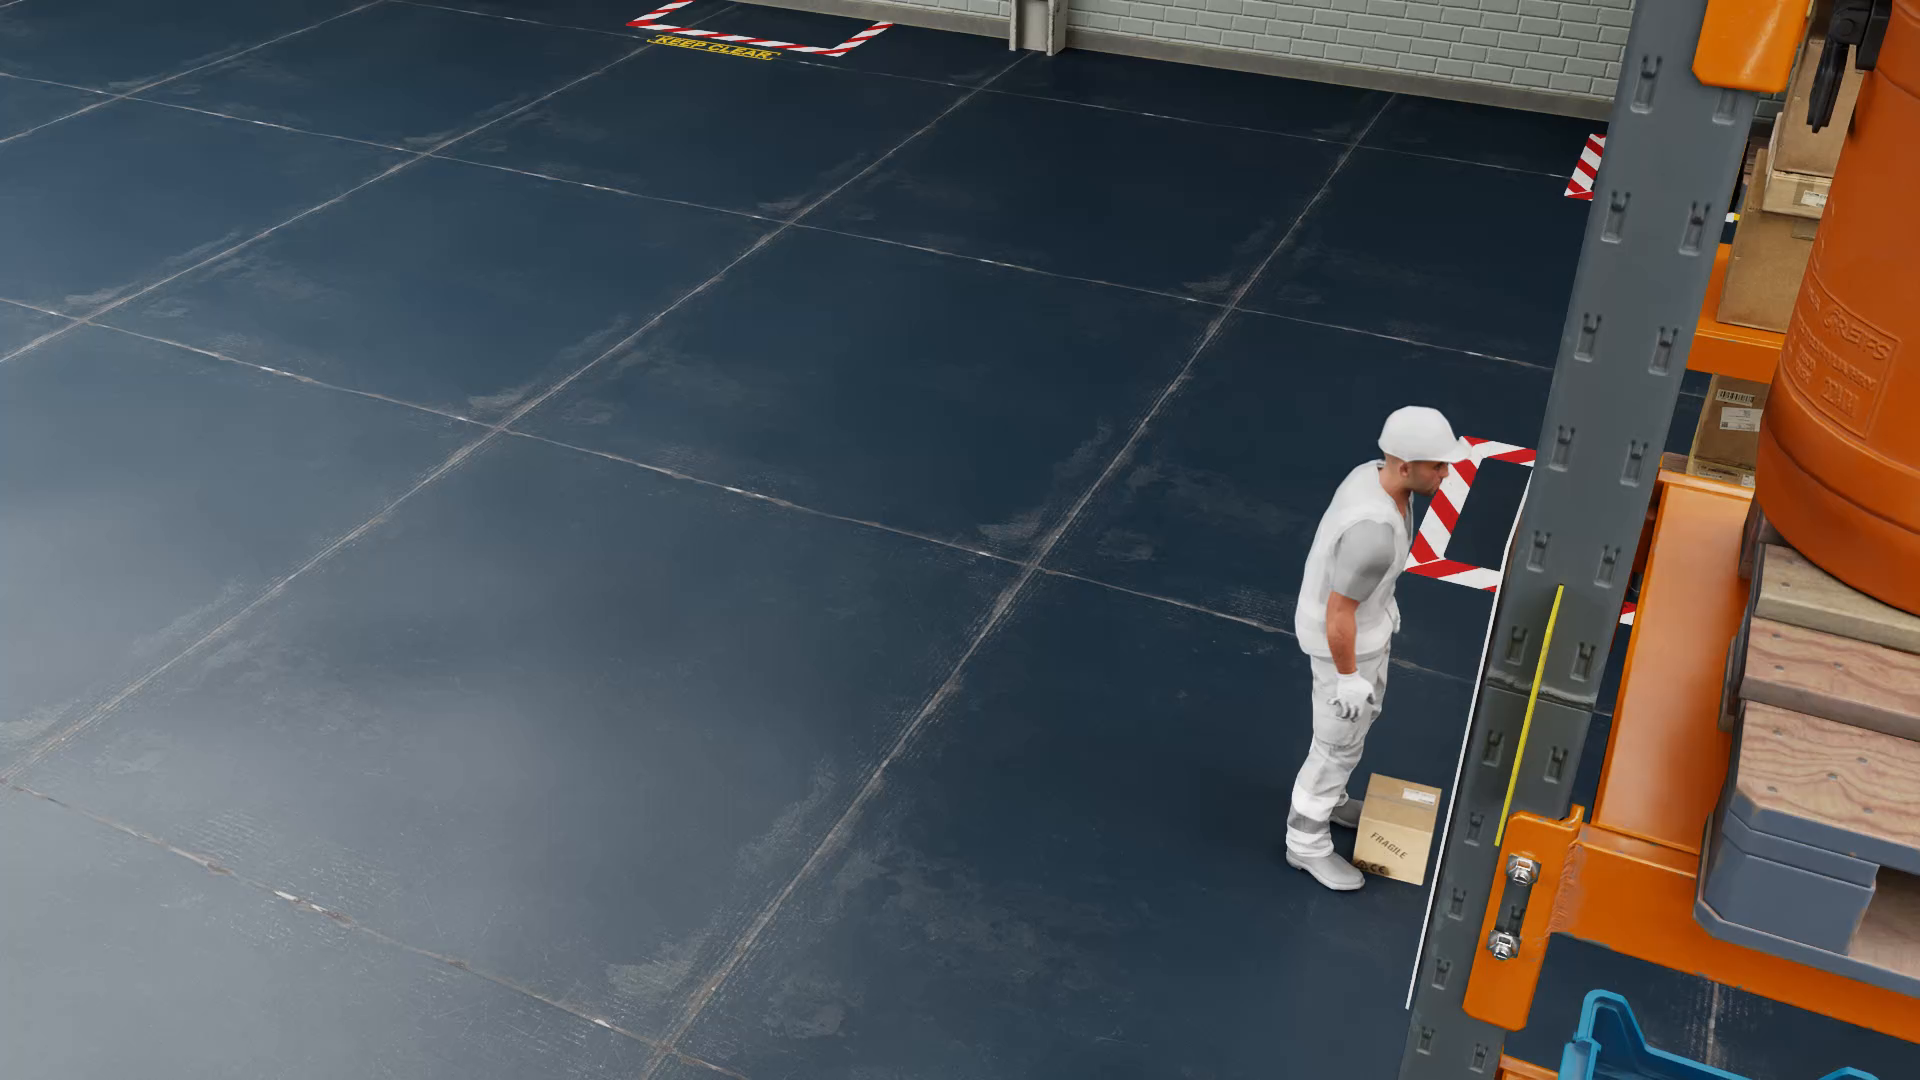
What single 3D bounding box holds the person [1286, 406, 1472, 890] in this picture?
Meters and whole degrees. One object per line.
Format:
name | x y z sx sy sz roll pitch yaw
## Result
person | 1.361 0.340 5.611 0.455 1.779 0.619 14 36 20
